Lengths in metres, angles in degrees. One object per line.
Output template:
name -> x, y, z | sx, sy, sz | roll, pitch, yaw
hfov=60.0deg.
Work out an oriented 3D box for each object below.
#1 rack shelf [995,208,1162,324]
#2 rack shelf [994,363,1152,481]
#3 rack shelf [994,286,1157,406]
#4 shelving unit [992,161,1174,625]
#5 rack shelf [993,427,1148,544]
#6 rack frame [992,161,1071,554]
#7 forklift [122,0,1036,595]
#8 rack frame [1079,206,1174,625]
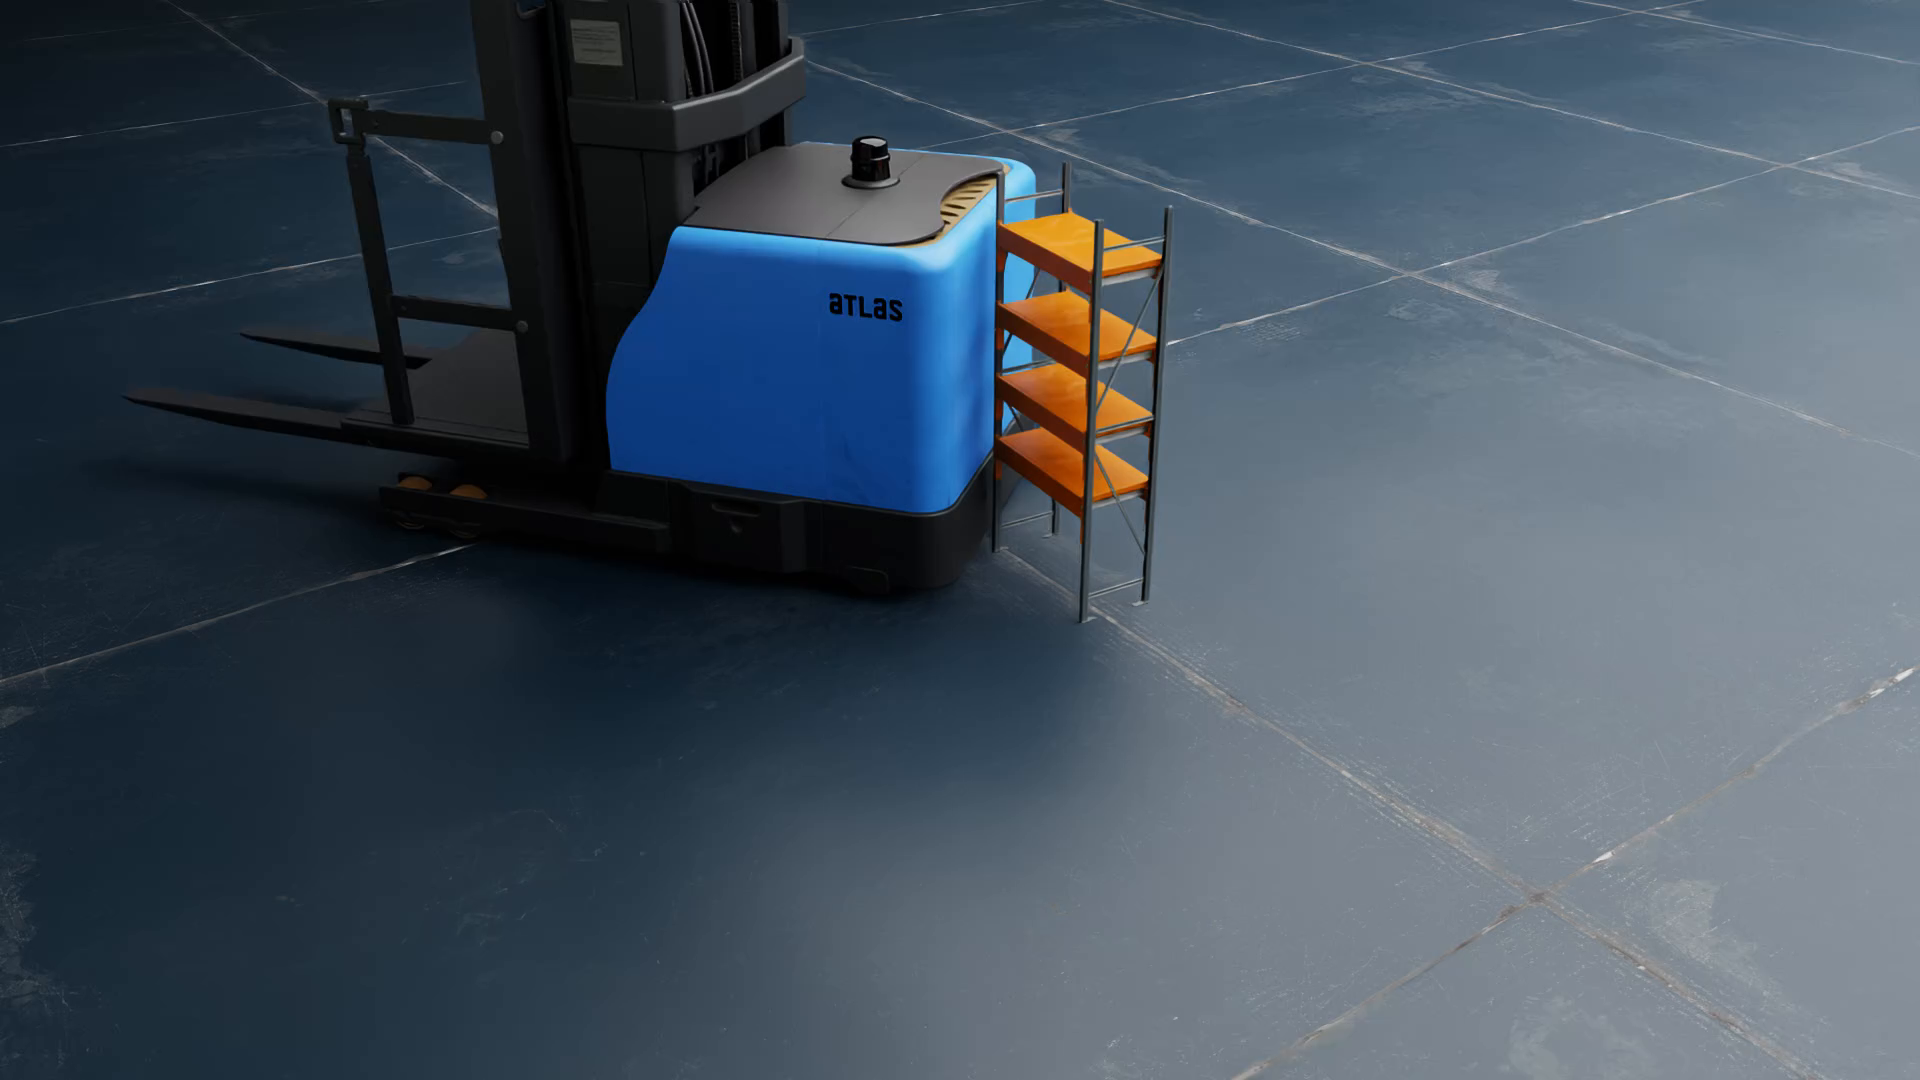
rack shelf -> 0.329, -0.761, 4.571 | 0.258, 0.148, 0.480 | -15, 32, -26
rack shelf -> 0.329, -0.356, 4.790 | 0.258, 0.148, 0.480 | -15, 32, -26
rack shelf -> 0.329, -0.553, 4.683 | 0.258, 0.148, 0.480 | -15, 32, -26
shelving unit -> 0.329, -0.416, 4.758 | 0.258, 1.200, 0.503 | -15, 32, -26
rack shelf -> 0.329, -0.182, 4.885 | 0.258, 0.148, 0.480 | -15, 32, -26
rack frame -> 0.208, -0.517, 4.944 | 0.240, 1.200, 0.015 | -15, 32, -26
forklift -> -1.326, -1.523, 4.983 | 3.031, 2.935, 1.130 | 8, 30, 15
rack frame -> 0.451, -0.315, 4.572 | 0.240, 1.200, 0.015 | -15, 32, -26
